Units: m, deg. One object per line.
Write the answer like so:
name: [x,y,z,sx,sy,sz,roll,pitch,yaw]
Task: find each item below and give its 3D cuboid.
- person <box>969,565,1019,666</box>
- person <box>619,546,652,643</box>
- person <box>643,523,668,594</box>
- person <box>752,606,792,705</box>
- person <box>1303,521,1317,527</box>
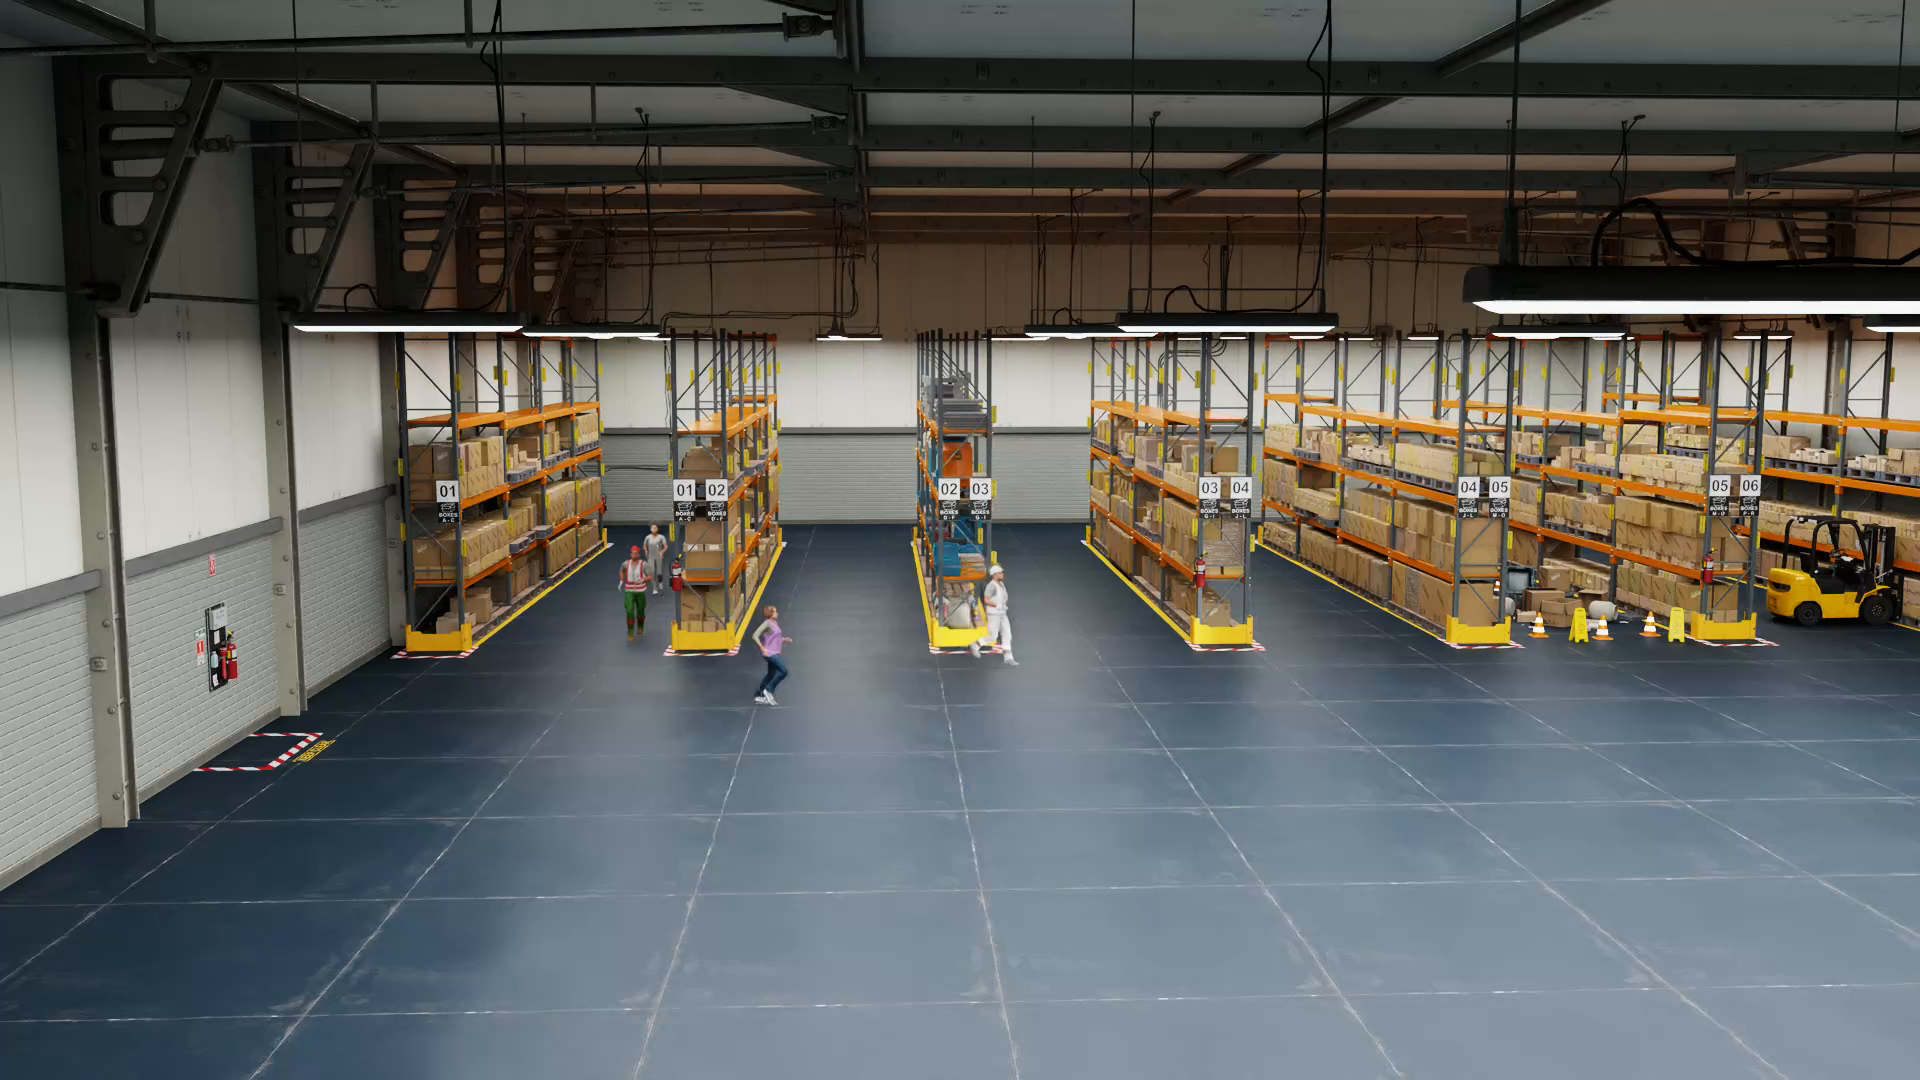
person: [0.661,1.344,29.677,0.944,1.782,0.669,4,8,29]
person: [-6.298,1.023,32.281,0.654,1.832,0.847,-1,7,-6]
person: [-7.000,0.422,38.162,0.561,1.620,0.588,0,7,-3]
person: [-2.971,1.824,26.374,0.643,1.568,0.508,1,7,8]
person: [10.367,-0.994,49.593,0.589,1.737,0.669,-3,7,-26]
